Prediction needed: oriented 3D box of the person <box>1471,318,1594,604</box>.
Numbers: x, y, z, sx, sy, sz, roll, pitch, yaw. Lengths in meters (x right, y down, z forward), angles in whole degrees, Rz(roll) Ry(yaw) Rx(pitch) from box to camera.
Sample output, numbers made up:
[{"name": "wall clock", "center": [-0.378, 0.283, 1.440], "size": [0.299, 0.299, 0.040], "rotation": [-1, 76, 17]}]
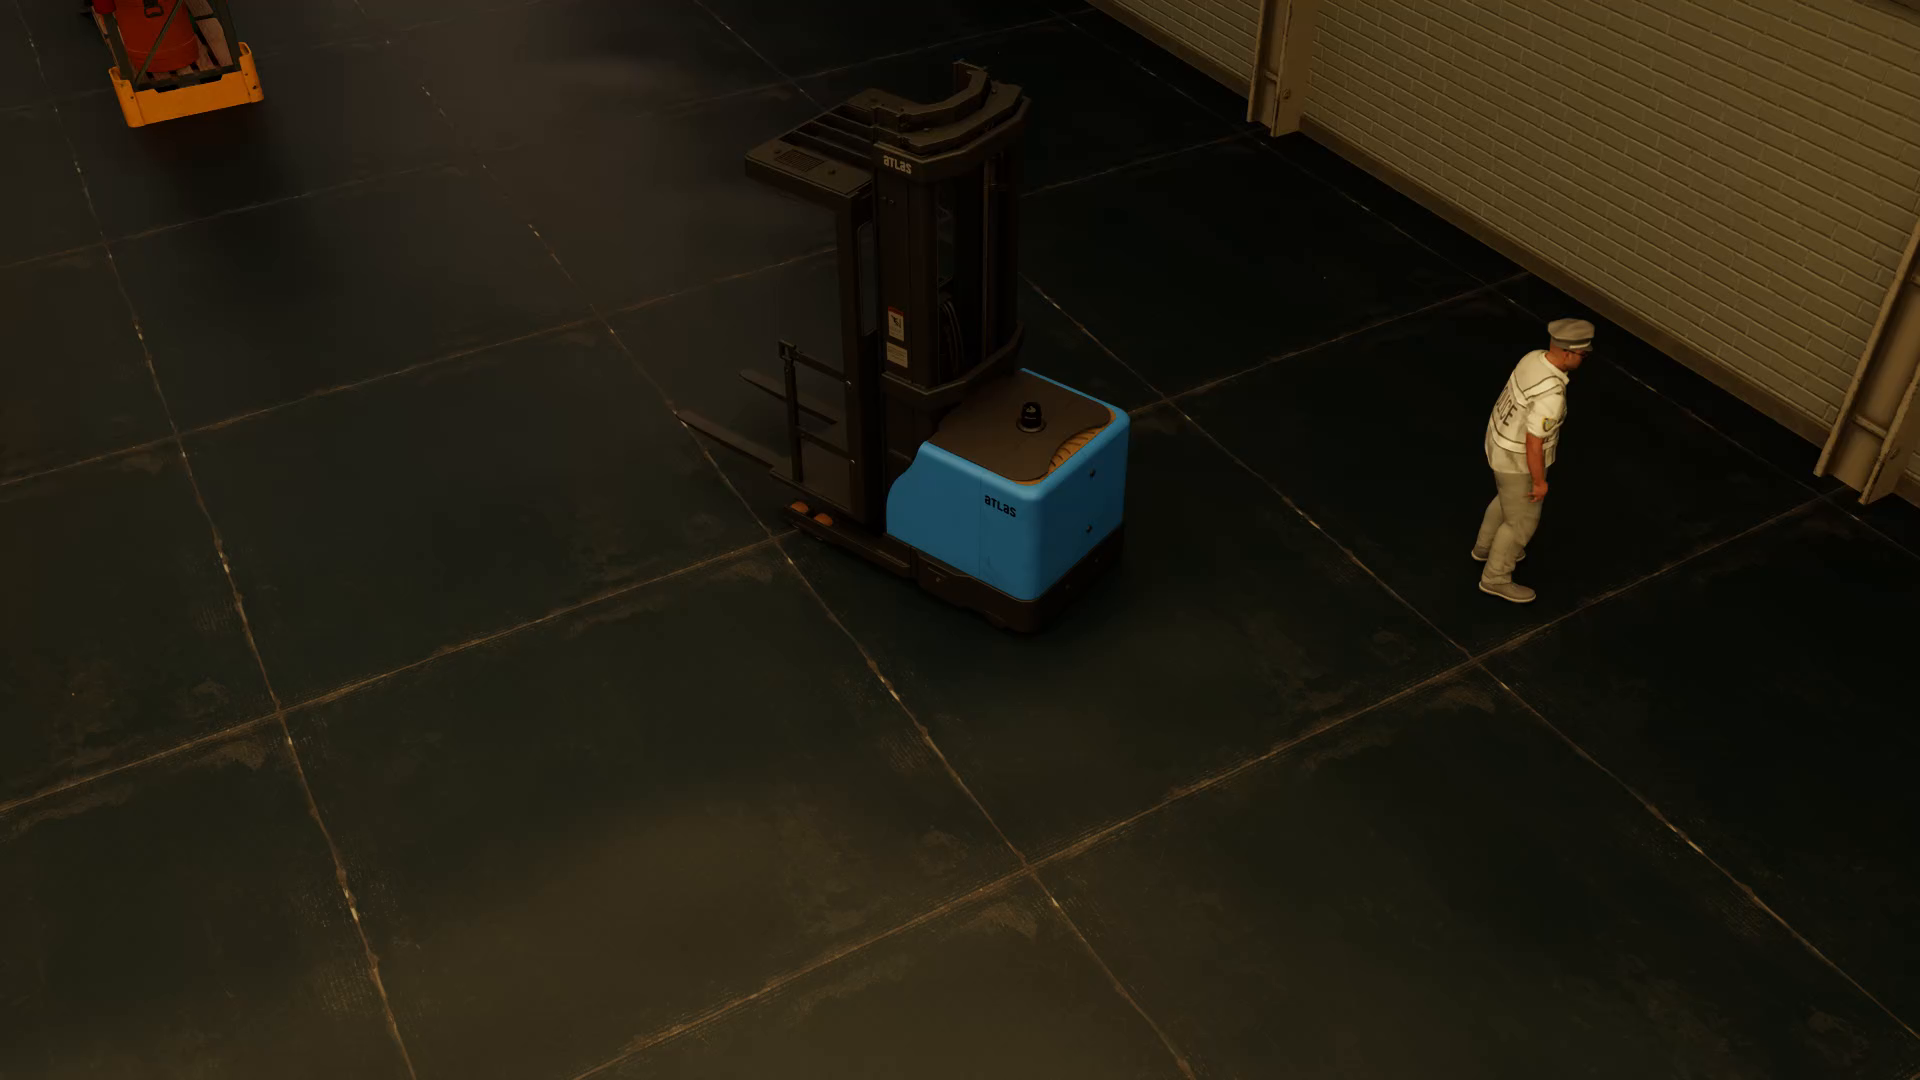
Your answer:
[{"name": "person", "center": [3.237, -0.484, 9.544], "size": [0.435, 1.749, 0.585], "rotation": [5, 40, 5]}]

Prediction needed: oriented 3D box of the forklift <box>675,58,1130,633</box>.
[{"name": "forklift", "center": [-0.481, -1.366, 9.683], "size": [3.031, 2.935, 1.130], "rotation": [26, 46, 28]}]
